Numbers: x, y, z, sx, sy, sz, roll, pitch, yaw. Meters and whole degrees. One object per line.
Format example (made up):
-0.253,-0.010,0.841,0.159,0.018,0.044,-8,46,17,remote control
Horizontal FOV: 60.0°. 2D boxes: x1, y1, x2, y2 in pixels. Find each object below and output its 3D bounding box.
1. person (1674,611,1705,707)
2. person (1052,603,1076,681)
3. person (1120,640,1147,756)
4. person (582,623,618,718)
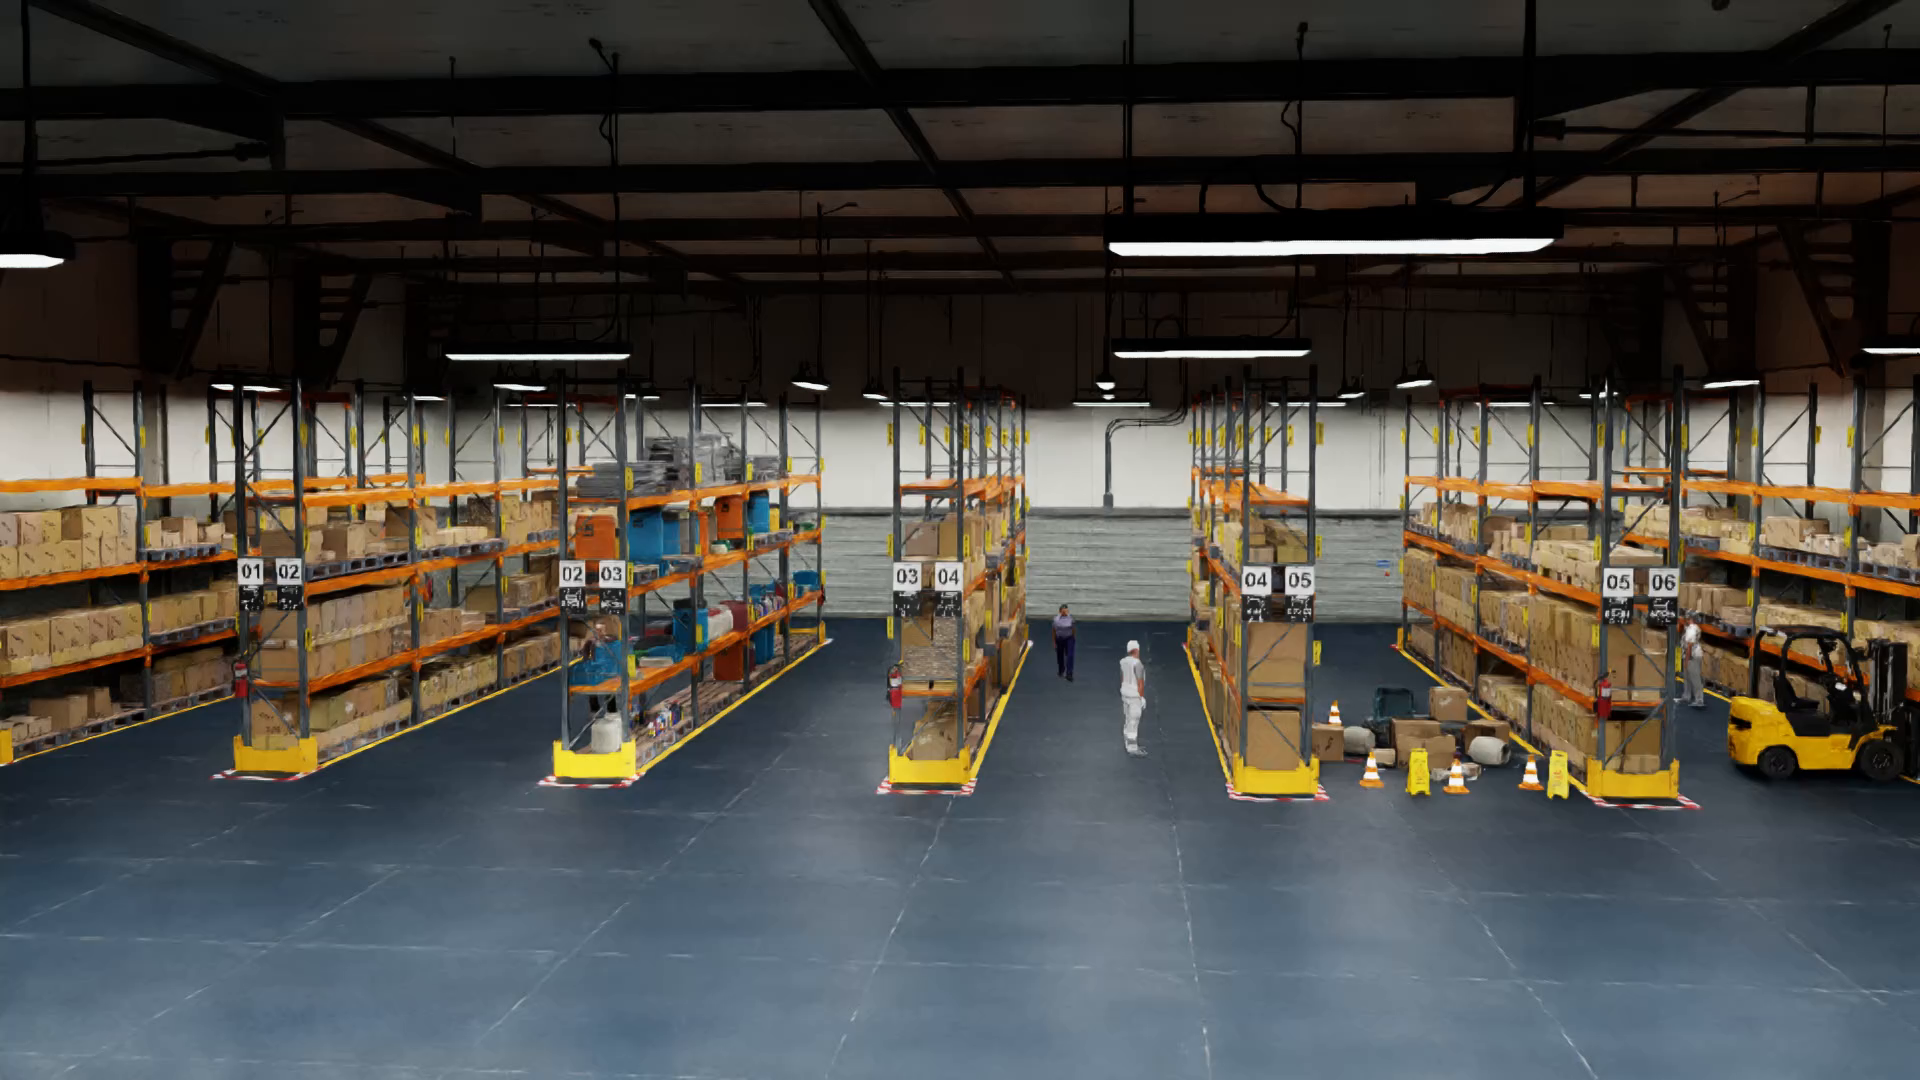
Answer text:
13.549,2.193,30.901,0.593,1.745,0.651,2,4,28,person
2.130,2.079,34.233,0.478,1.567,1.090,0,4,8,person
2.762,2.464,26.173,0.440,1.792,0.606,-2,4,-25,person
-6.328,2.325,29.425,0.729,1.707,0.541,0,4,4,person
